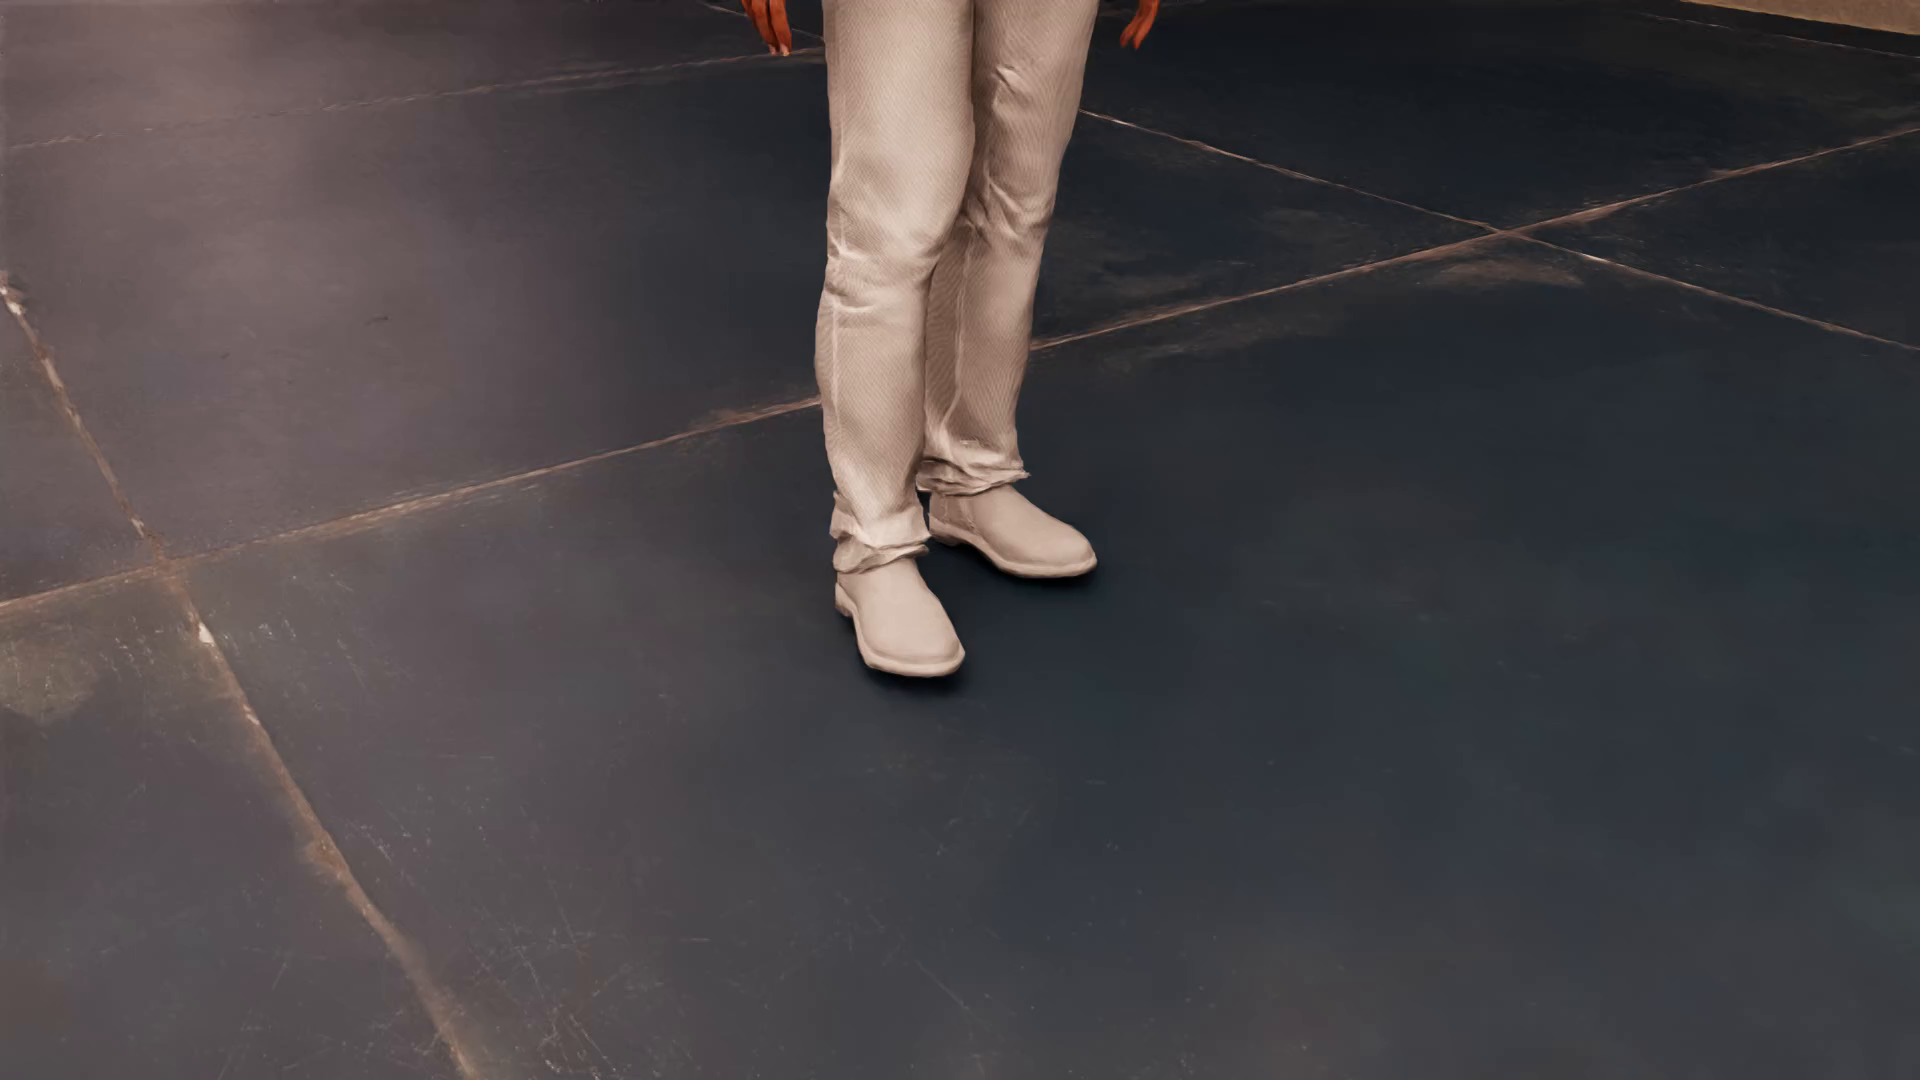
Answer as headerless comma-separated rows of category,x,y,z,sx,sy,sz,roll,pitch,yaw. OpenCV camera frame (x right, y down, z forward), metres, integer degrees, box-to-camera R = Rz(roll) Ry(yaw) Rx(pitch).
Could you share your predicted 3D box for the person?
person,0.035,-0.769,2.047,0.665,1.766,0.576,-17,31,-31
